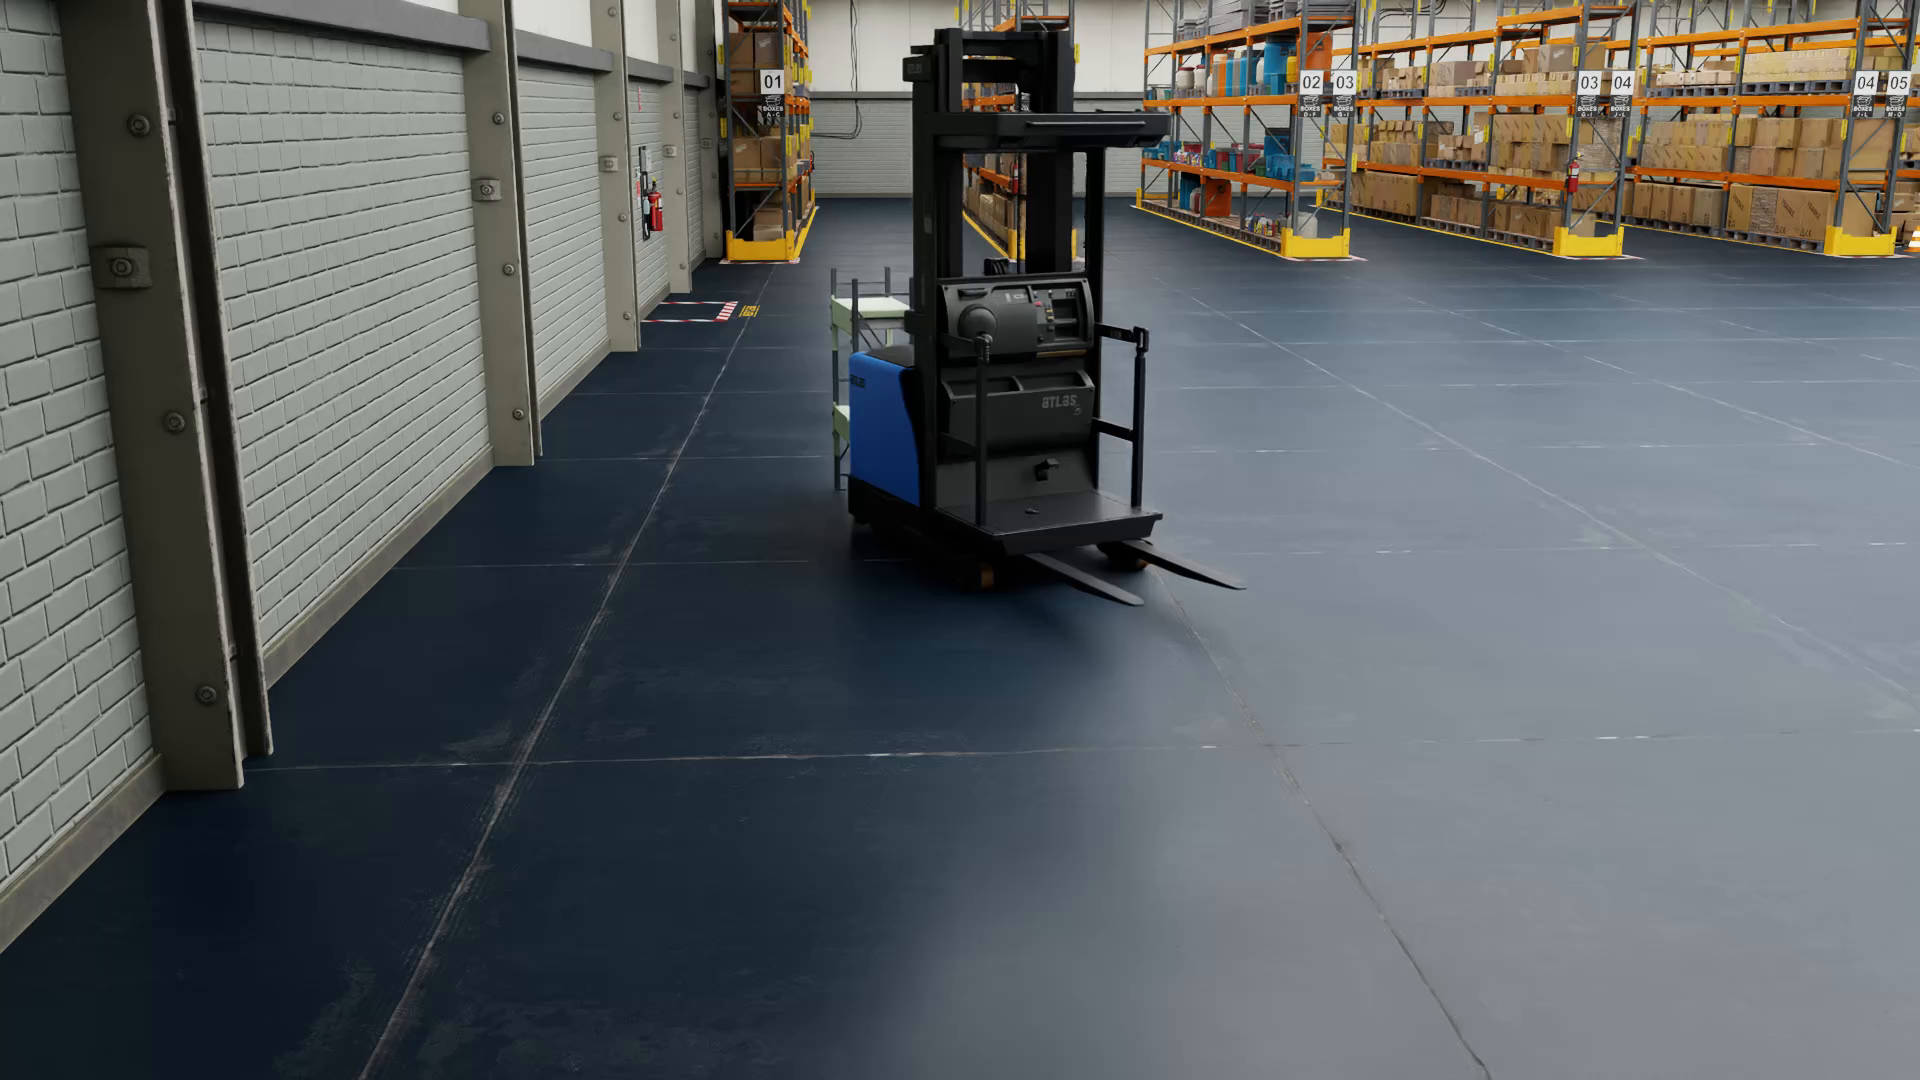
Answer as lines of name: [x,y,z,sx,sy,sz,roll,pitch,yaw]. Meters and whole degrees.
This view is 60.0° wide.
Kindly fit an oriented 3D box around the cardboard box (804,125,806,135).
cardboard box: [-3.954,-9.797,39.739,0.500,0.250,0.500,-1,14,-2]

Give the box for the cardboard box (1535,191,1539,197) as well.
cardboard box: [15.201,-8.992,43.236,0.380,0.149,0.250,-2,15,-6]

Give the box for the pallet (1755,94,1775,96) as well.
pallet: [20.444,-11.339,42.236,1.003,0.211,1.213,-1,14,-3]

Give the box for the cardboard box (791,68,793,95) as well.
cardboard box: [-3.464,-8.742,31.724,0.500,0.500,0.500,0,14,-2]

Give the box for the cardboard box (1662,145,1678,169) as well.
cardboard box: [15.621,-8.310,36.105,0.500,0.500,0.500,-1,14,-3]

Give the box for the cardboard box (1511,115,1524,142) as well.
cardboard box: [10.926,-7.895,31.889,0.500,0.500,0.500,-1,14,-3]

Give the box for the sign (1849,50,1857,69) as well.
sign: [15.751,-8.478,29.320,0.100,0.325,0.005,-1,14,-3]

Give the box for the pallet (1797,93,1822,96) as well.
pallet: [20.567,-10.530,39.290,1.003,0.211,1.213,0,14,-1]

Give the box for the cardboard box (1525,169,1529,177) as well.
cardboard box: [10.969,-6.969,31.597,0.380,0.149,0.250,-1,14,-3]

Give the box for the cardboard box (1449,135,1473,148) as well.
cardboard box: [11.049,-8.559,36.228,0.700,0.500,0.500,1,14,5]

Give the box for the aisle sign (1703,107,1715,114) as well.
aisle sign: [20.542,-12.002,45.438,0.394,0.787,0.004,-1,14,-3]

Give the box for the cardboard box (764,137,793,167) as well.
cardboard box: [-3.245,-6.906,29.602,0.500,0.500,0.500,-1,14,-3]

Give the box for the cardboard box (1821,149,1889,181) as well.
cardboard box: [16.225,-6.804,30.150,0.875,0.550,0.550,-1,14,-3]

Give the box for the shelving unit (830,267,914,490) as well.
shelving unit: [-0.567,-0.993,10.874,0.431,1.500,0.755,-4,15,-14]

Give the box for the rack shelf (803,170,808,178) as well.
rack shelf: [-4.114,-8.498,38.477,1.077,0.370,4.000,-1,14,-3]

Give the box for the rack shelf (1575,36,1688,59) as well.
rack shelf: [15.674,-11.490,38.871,1.077,0.370,4.000,-1,14,-3]

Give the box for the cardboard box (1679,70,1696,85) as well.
cardboard box: [15.686,-9.855,35.425,0.500,0.311,0.500,-1,14,-4]

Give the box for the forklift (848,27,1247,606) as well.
forklift: [0.427,-1.265,9.061,1.130,2.935,3.031,-7,16,-27]

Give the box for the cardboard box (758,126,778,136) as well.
cardboard box: [-4.277,-9.023,36.732,0.500,0.250,0.500,0,14,-2]

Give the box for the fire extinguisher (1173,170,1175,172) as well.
fire extinguisher: [5.846,-10.318,45.011,0.296,0.674,0.183,-1,14,-3]

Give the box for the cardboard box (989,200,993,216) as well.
cardboard box: [0.852,-6.800,33.986,0.500,0.311,0.500,0,14,-2]

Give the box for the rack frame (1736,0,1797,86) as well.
rack frame: [16.046,-10.540,32.932,1.000,3.000,0.127,-1,14,-3]

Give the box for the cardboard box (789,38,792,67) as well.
cardboard box: [-3.353,-8.963,30.573,0.500,0.500,0.500,-1,14,-5]

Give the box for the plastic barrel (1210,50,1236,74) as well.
plastic barrel: [5.866,-10.507,37.118,0.600,0.830,0.708,-1,14,-3]

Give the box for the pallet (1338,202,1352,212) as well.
pallet: [10.546,-8.717,43.482,1.003,0.211,1.213,-1,14,-3]

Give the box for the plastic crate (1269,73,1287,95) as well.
plastic crate: [5.975,-8.427,30.770,0.392,0.384,0.575,-1,14,-3]

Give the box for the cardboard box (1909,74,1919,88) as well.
cardboard box: [20.855,-9.855,36.081,0.797,0.503,0.637,-1,14,-3]

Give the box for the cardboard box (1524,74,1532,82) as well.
cardboard box: [10.920,-8.747,31.484,0.380,0.149,0.250,-1,14,-5]

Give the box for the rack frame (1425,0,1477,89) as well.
rack frame: [10.841,-11.483,36.599,1.000,3.000,0.127,-1,14,-3]

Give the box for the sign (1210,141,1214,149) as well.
sign: [6.199,-9.638,40.912,0.100,0.325,0.005,-1,14,-3]

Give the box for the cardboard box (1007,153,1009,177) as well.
cardboard box: [1.275,-7.238,31.938,0.700,0.500,0.500,-1,14,-4]

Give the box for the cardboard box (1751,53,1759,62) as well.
cardboard box: [15.746,-9.444,32.554,0.380,0.149,0.250,-1,14,-4]

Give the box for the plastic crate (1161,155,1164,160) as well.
plastic crate: [5.313,-9.666,42.008,0.437,0.125,0.590,-1,14,-3]

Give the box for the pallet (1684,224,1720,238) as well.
pallet: [15.923,-6.475,34.768,1.003,0.211,1.213,-1,14,-3]

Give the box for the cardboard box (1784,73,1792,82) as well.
cardboard box: [15.823,-8.743,31.430,0.380,0.149,0.250,-1,14,-3]

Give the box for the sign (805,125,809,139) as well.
sign: [-3.697,-9.877,40.228,0.100,0.325,0.005,-1,14,-3]

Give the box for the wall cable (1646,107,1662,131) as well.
wall cable: [21.279,-12.639,51.092,0.588,1.984,0.122,-1,14,-3]

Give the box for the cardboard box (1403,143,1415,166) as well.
cardboard box: [10.538,-8.869,38.278,0.500,0.500,0.500,-1,14,-4]

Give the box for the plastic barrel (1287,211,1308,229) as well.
plastic barrel: [6.245,-5.798,30.690,0.421,0.512,0.421,0,14,0]

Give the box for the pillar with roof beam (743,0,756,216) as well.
pillar with roof beam: [-0.848,-12.476,40.456,9.100,9.000,0.400,-1,14,-3]

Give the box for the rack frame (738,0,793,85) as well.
rack frame: [-3.742,-10.259,31.841,1.000,3.000,0.127,-1,14,-3]

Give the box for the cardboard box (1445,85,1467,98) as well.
cardboard box: [10.689,-9.582,35.529,0.500,0.250,0.500,-1,14,-2]

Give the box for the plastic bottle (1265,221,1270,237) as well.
plastic bottle: [5.817,-5.888,31.461,0.061,0.283,0.133,-1,14,-2]

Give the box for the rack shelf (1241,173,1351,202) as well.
rack shelf: [6.270,-6.661,31.339,1.077,0.370,4.000,-1,14,-3]

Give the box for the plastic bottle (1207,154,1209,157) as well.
plastic bottle: [5.936,-9.085,39.574,0.097,0.271,0.097,0,14,0]

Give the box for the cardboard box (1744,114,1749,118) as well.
cardboard box: [20.234,-10.774,42.371,0.380,0.149,0.250,-1,14,-3]

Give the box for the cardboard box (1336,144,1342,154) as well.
cardboard box: [10.172,-10.261,43.592,0.500,0.250,0.500,-1,14,-5]

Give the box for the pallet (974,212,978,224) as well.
pallet: [0.873,-7.565,39.003,1.003,0.211,1.213,-1,14,-3]

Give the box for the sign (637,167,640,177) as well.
sign: [-3.975,-4.549,20.550,0.001,0.109,0.331,-1,14,-3]

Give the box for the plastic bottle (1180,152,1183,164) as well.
plastic bottle: [5.302,-9.121,39.691,0.061,0.283,0.133,-1,14,-3]

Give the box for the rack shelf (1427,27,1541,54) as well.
rack shelf: [10.965,-10.444,34.805,1.077,0.370,4.000,-1,14,-3]
